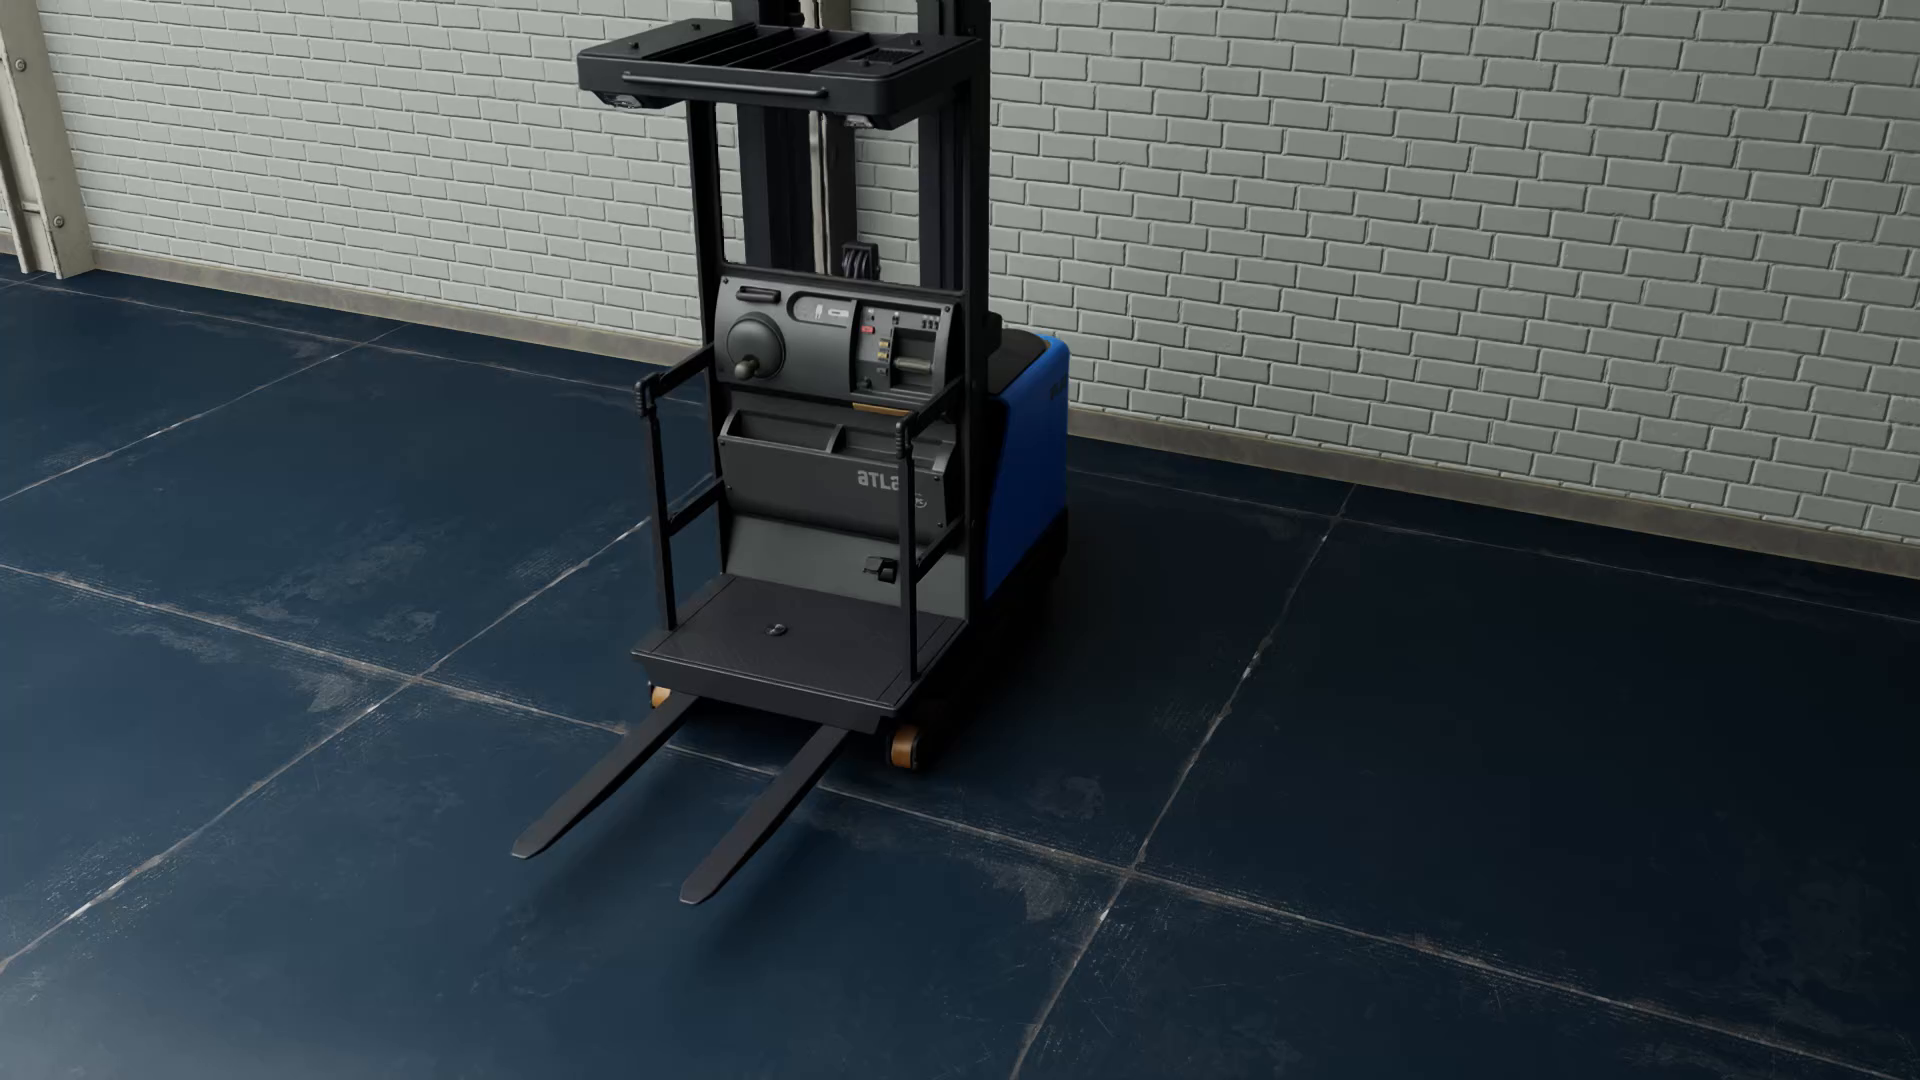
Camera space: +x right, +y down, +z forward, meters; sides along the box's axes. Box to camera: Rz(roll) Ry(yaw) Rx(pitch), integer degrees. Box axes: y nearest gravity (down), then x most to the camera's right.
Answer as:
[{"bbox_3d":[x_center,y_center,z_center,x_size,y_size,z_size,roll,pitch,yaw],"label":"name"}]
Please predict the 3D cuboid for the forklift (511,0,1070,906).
[{"bbox_3d":[-0.540,-0.690,5.834,1.130,2.935,3.031,10,28,20],"label":"forklift"}]

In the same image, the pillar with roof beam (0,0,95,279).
[{"bbox_3d":[-8.040,-4.186,6.065,0.400,9.000,9.100,11,28,22],"label":"pillar with roof beam"}]

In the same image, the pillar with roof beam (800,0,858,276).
[{"bbox_3d":[-2.578,-3.089,3.837,0.400,9.000,9.100,11,28,22],"label":"pillar with roof beam"}]
